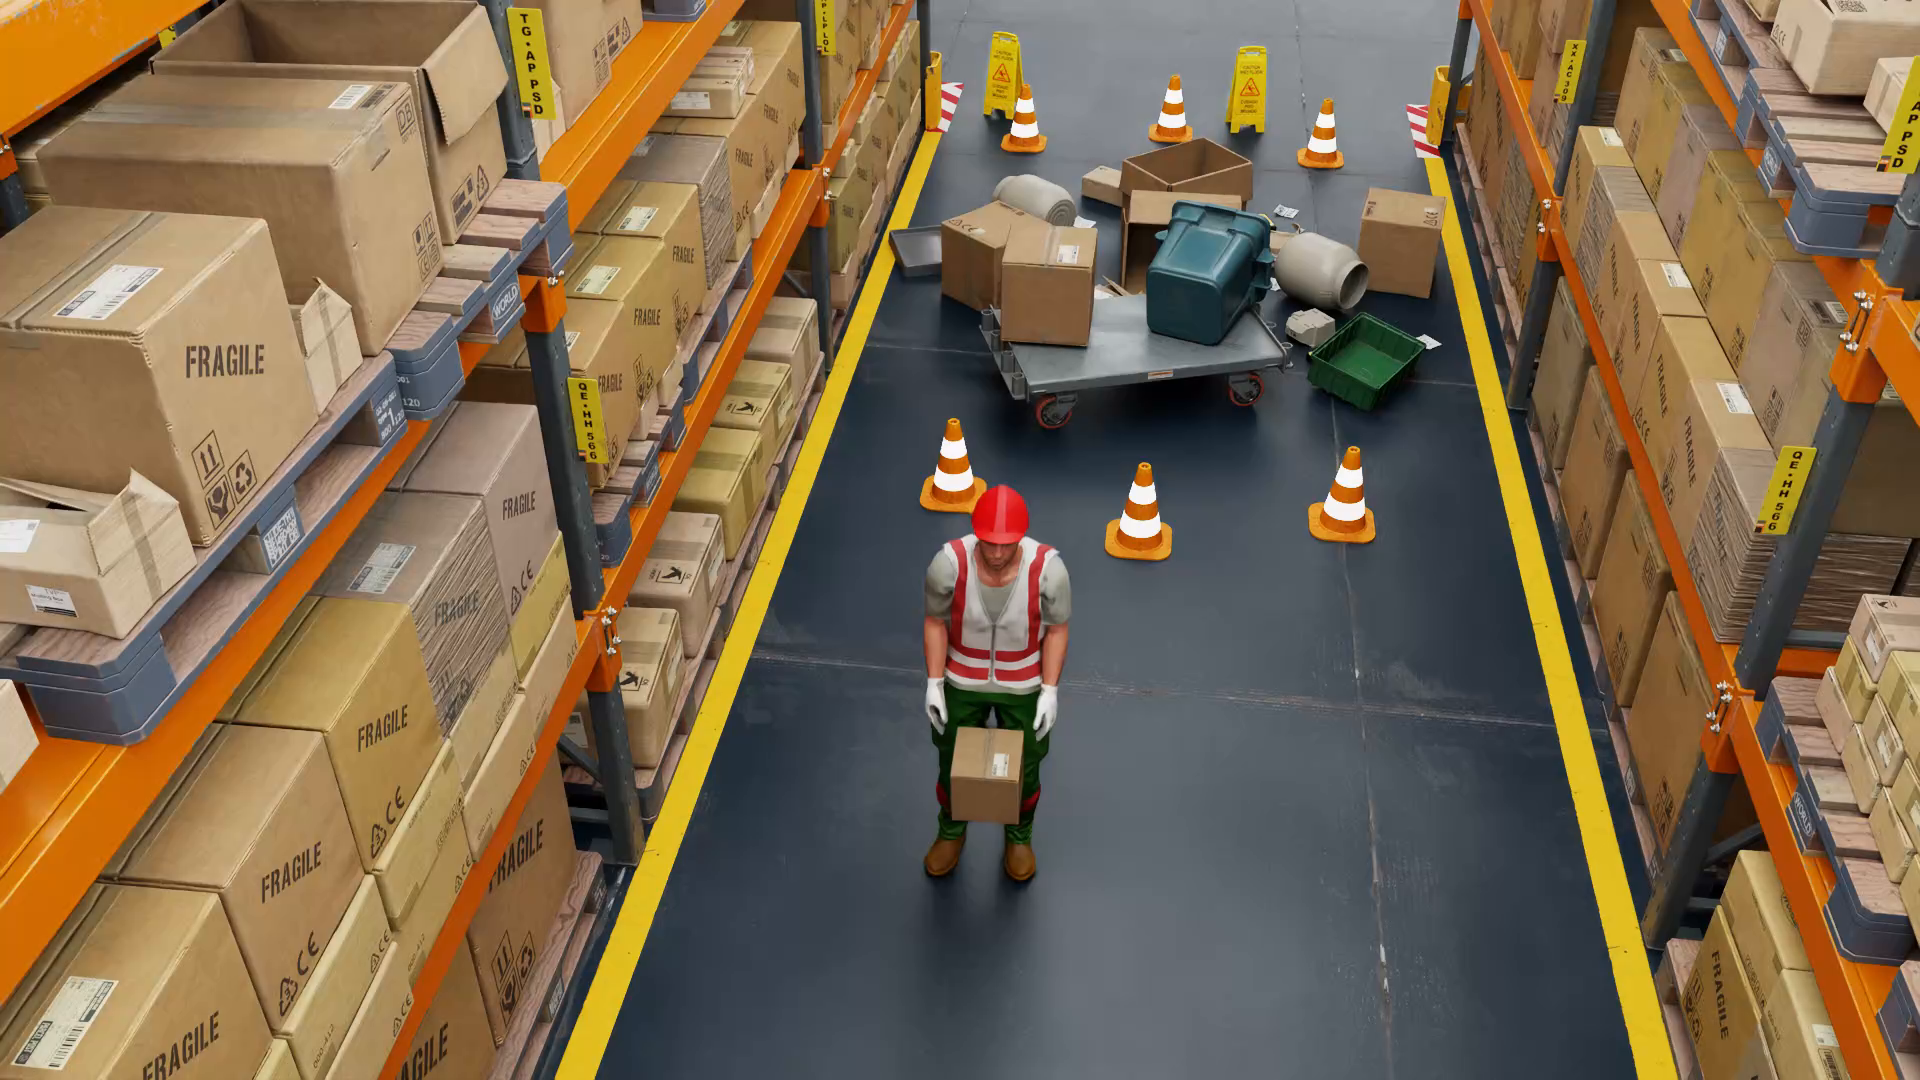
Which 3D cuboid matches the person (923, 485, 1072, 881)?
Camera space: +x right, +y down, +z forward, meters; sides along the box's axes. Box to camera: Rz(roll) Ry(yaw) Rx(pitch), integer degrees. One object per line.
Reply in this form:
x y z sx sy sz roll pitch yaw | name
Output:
0.133 0.540 6.272 0.544 1.788 0.414 4 36 5 | person
